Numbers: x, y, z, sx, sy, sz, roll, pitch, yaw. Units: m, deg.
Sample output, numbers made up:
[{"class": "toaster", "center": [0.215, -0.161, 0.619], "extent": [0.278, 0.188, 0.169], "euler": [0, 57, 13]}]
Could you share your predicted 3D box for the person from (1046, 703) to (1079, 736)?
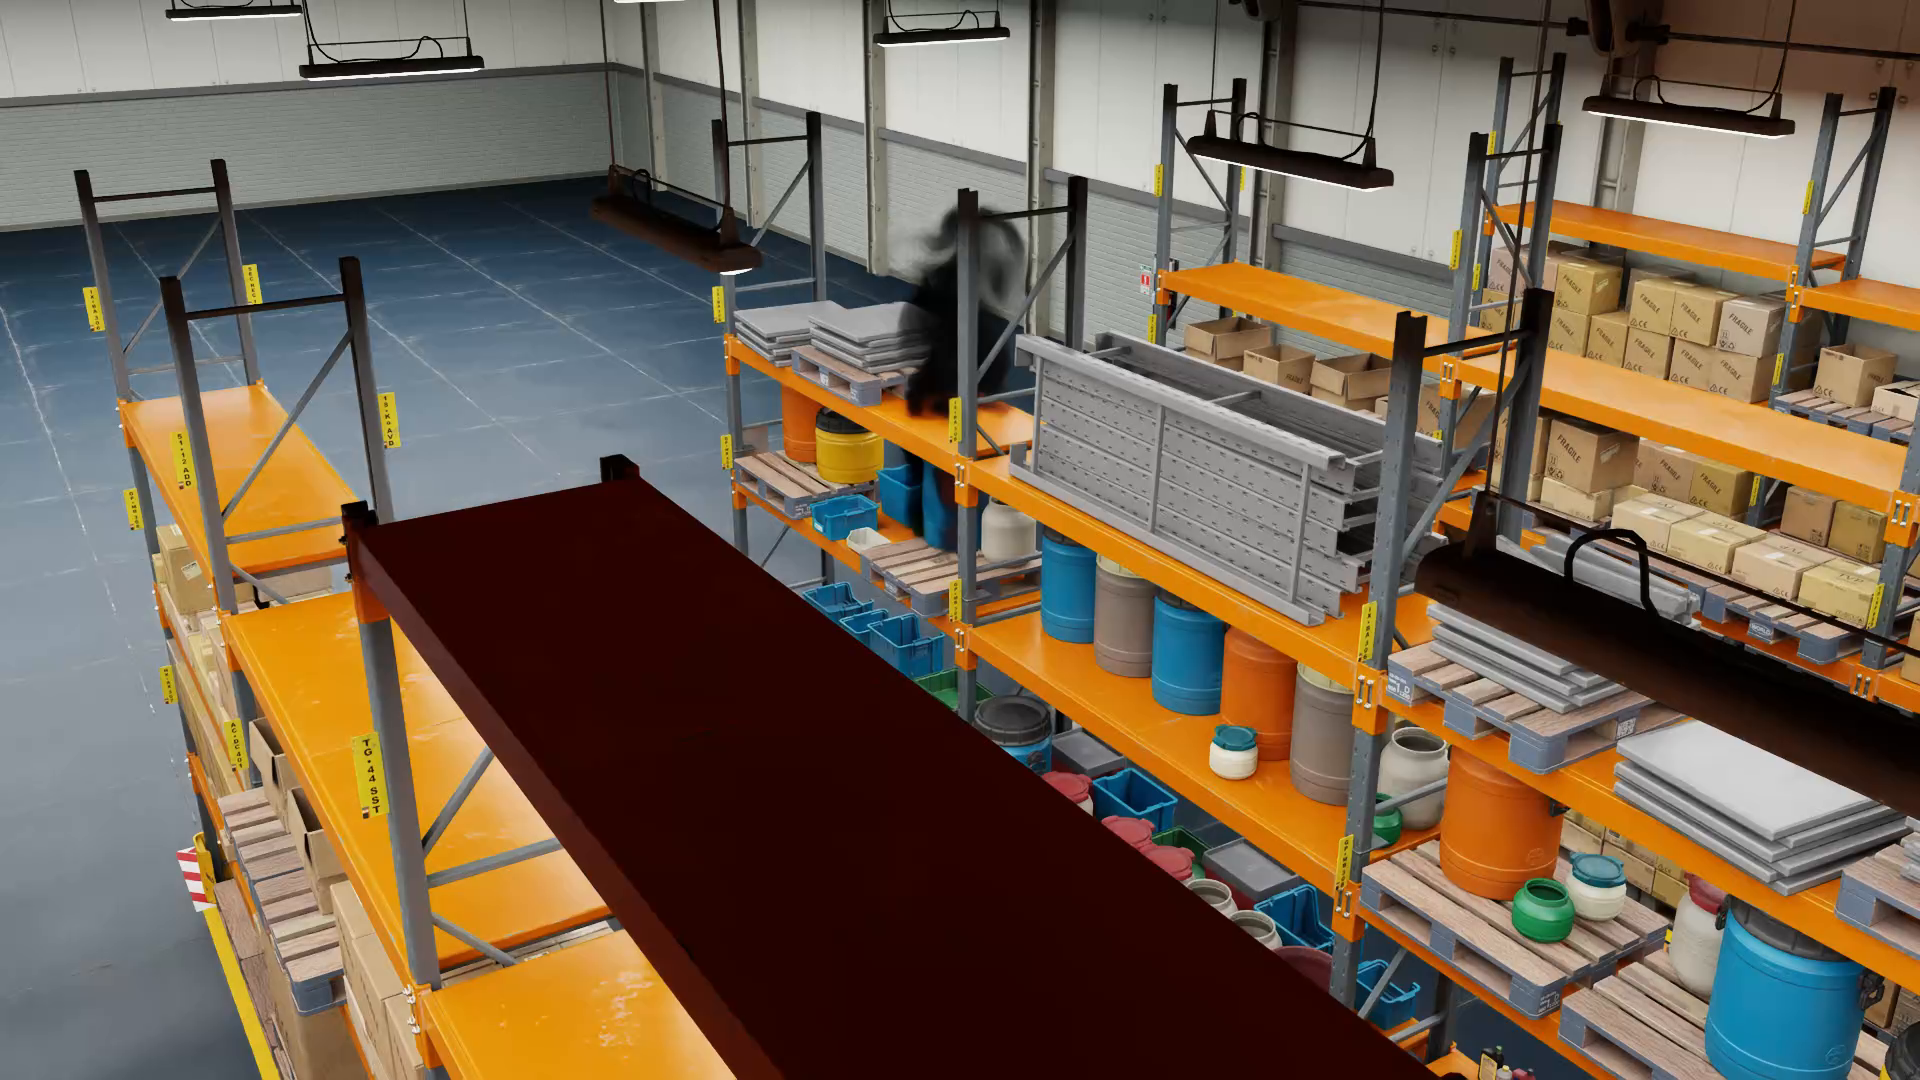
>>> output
[{"class": "person", "center": [1.039, 1.519, 15.290], "extent": [0.711, 1.765, 0.865], "euler": [-13, 25, -29]}]
